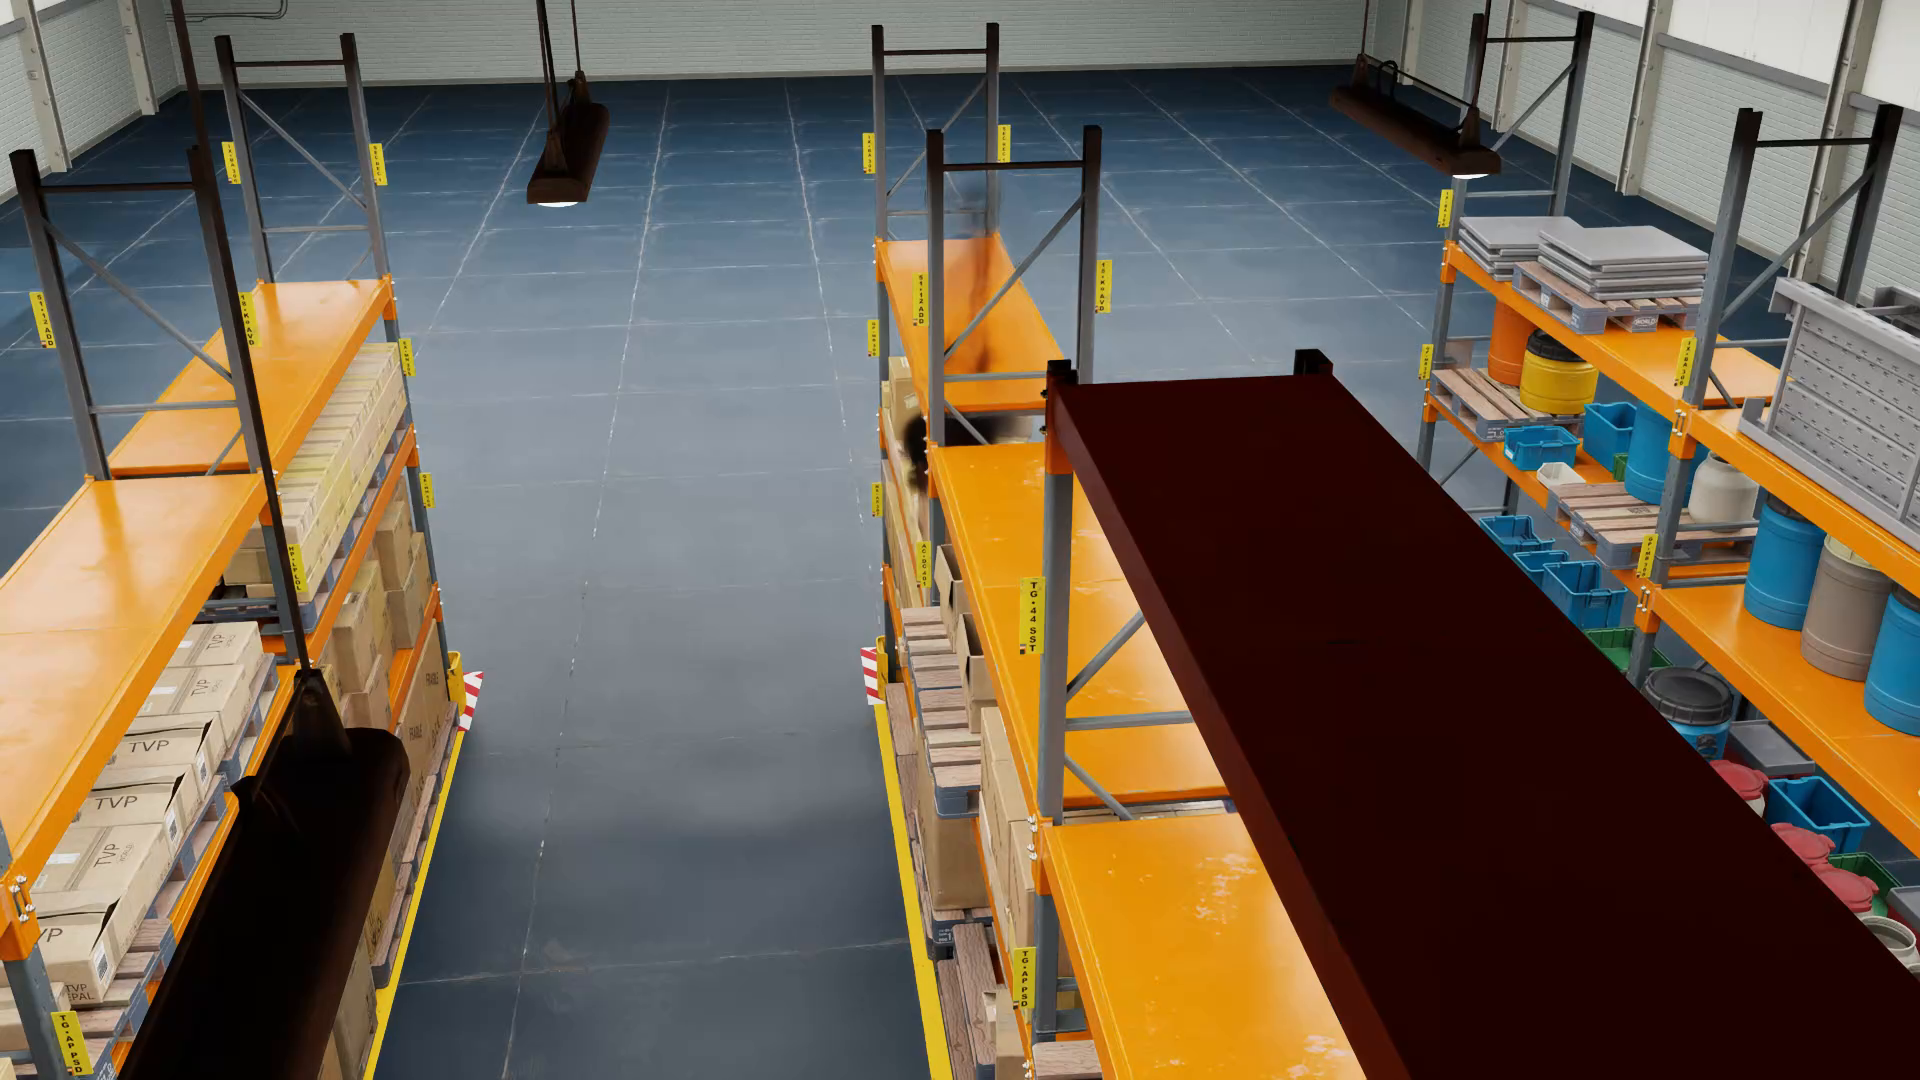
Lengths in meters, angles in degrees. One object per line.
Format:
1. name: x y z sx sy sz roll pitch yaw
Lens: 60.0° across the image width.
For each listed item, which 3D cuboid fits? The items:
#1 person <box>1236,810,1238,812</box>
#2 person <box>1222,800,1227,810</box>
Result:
1. person: 2.337 1.962 12.461 0.705 1.715 0.801 -8 27 -16
2. person: 1.819 1.985 12.486 0.508 1.604 0.667 -1 26 -3
